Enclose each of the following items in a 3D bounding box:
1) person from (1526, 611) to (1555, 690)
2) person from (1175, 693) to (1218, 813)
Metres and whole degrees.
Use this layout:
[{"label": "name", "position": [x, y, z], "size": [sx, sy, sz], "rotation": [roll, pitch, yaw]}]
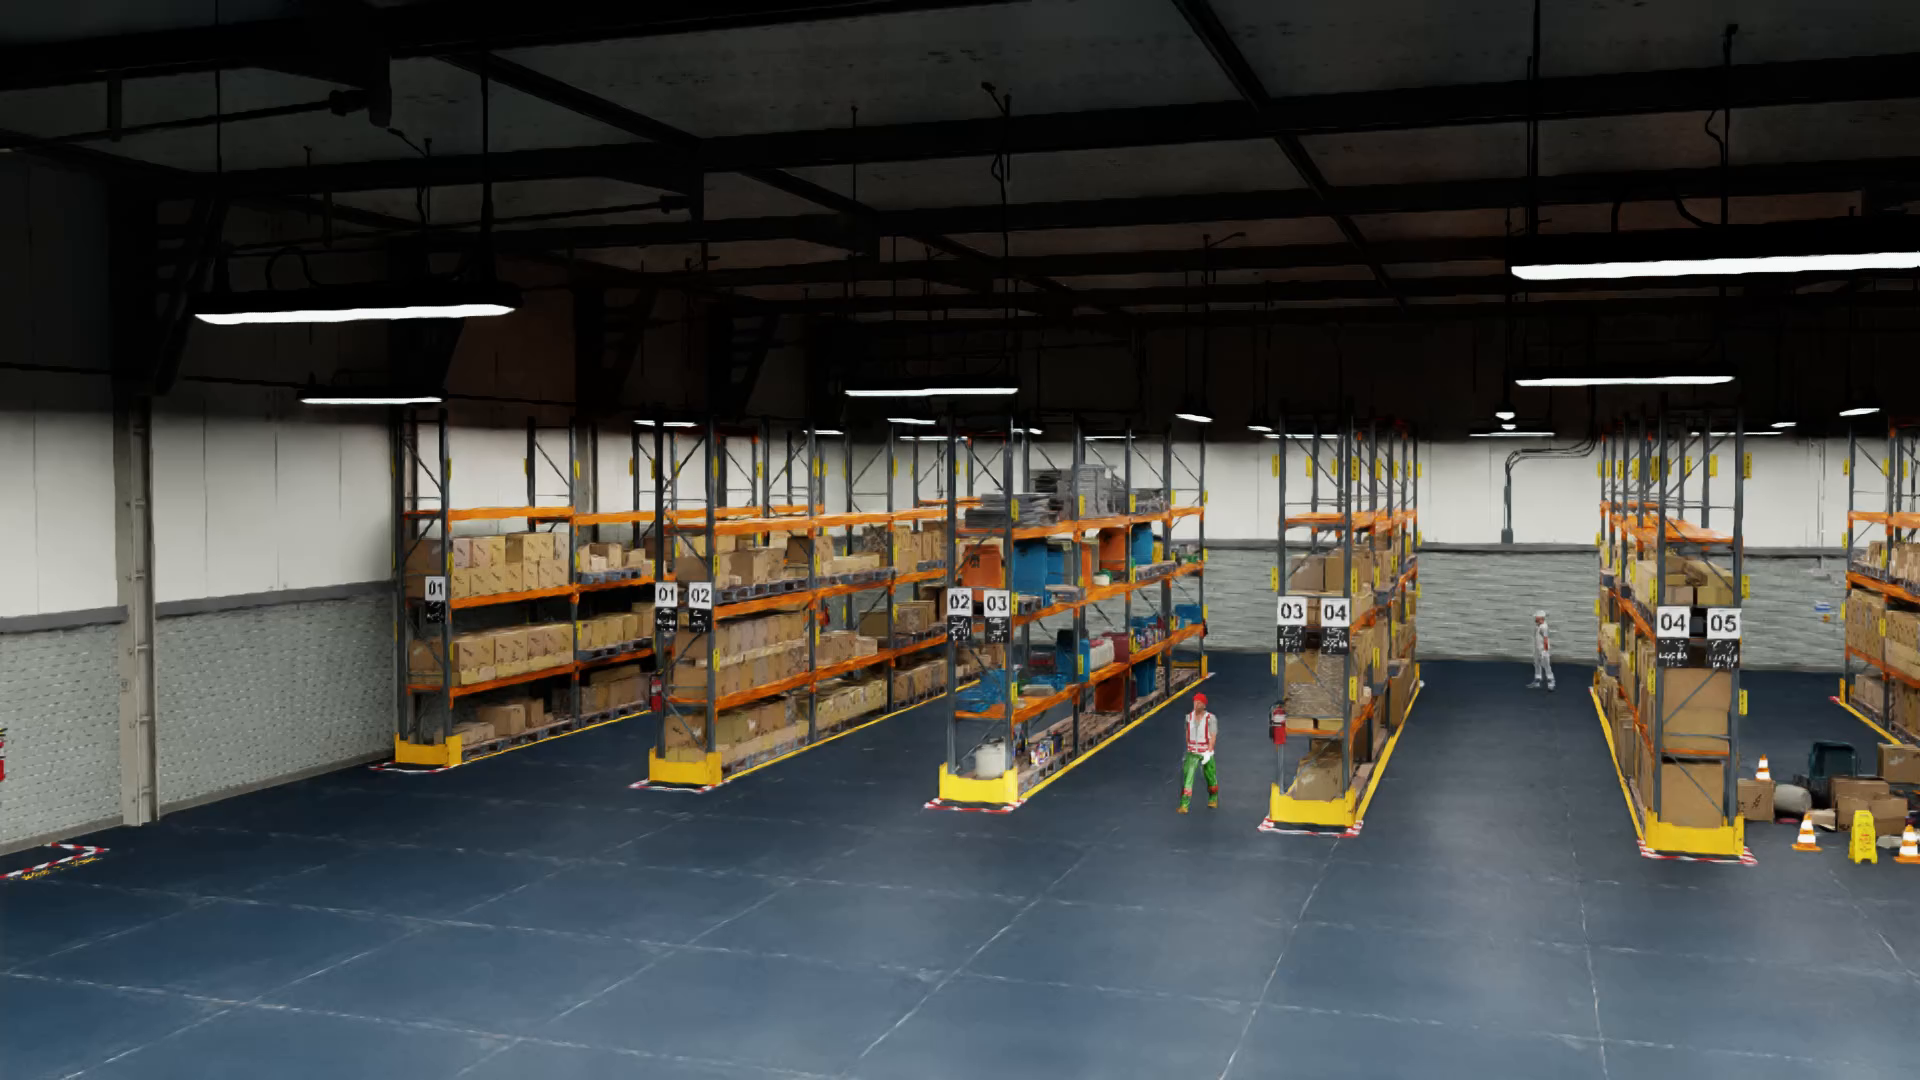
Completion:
[{"label": "person", "position": [13.165, 2.498, 37.637], "size": [0.539, 1.792, 0.664], "rotation": [0, 2, 2]}, {"label": "person", "position": [3.492, 3.086, 24.190], "size": [0.531, 1.728, 1.037], "rotation": [1, 3, 27]}]
